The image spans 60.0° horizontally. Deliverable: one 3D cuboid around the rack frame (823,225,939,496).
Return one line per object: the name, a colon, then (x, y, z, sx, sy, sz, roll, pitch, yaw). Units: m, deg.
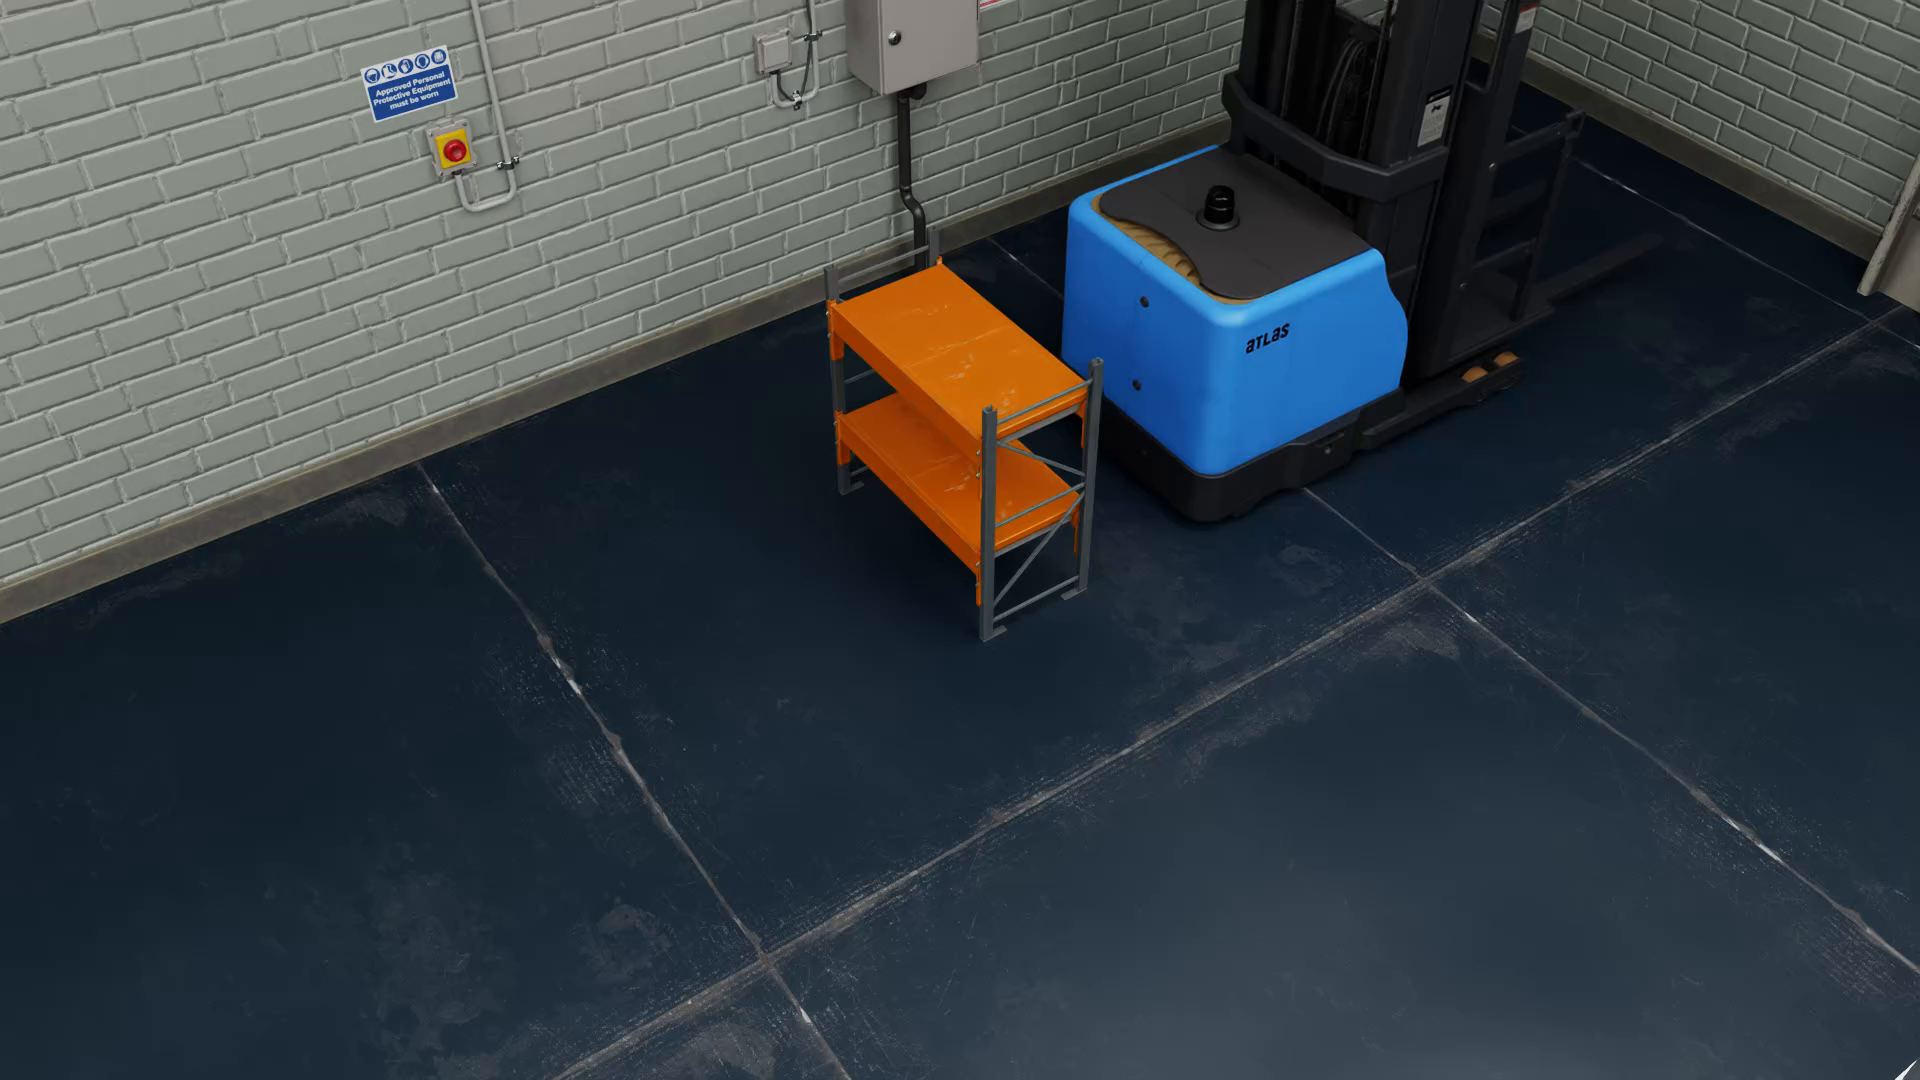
rack frame: (-0.295, -0.699, 6.667, 0.500, 1.125, 0.032, -26, 49, -24)

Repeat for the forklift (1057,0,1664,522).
forklift: (1.924, -1.939, 6.659, 3.031, 2.935, 1.130, -25, 49, -24)

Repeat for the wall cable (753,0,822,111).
wall cable: (-0.801, -2.507, 6.468, 0.588, 1.984, 0.122, -26, 49, -24)

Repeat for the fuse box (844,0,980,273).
fuse box: (-0.152, -1.854, 7.453, 0.539, 1.711, 0.414, -26, 49, -24)

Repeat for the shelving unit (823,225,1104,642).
shelving unit: (-0.004, -0.411, 6.366, 0.538, 1.125, 1.048, -26, 49, -24)

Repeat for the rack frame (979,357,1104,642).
rack frame: (0.287, -0.123, 6.064, 0.500, 1.125, 0.032, -26, 49, -24)

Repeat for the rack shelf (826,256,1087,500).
rack shelf: (-0.004, -0.622, 6.163, 0.538, 0.278, 1.000, -26, 49, -24)

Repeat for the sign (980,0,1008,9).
sign: (0.135, -2.598, 7.368, 0.329, 0.494, 0.001, -26, 49, -24)

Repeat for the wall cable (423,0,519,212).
wall cable: (-1.958, -1.951, 5.863, 0.585, 1.953, 0.123, -26, 49, -24)

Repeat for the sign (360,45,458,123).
sign: (-2.033, -1.686, 6.148, 0.327, 0.218, 0.001, -26, 49, -24)

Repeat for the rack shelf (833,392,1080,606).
rack shelf: (-0.004, -0.234, 6.534, 0.538, 0.278, 1.000, -26, 49, -24)

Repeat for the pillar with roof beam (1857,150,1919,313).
pillar with roof beam: (1.022, -2.704, 3.065, 9.100, 9.000, 0.400, -26, 49, -24)
